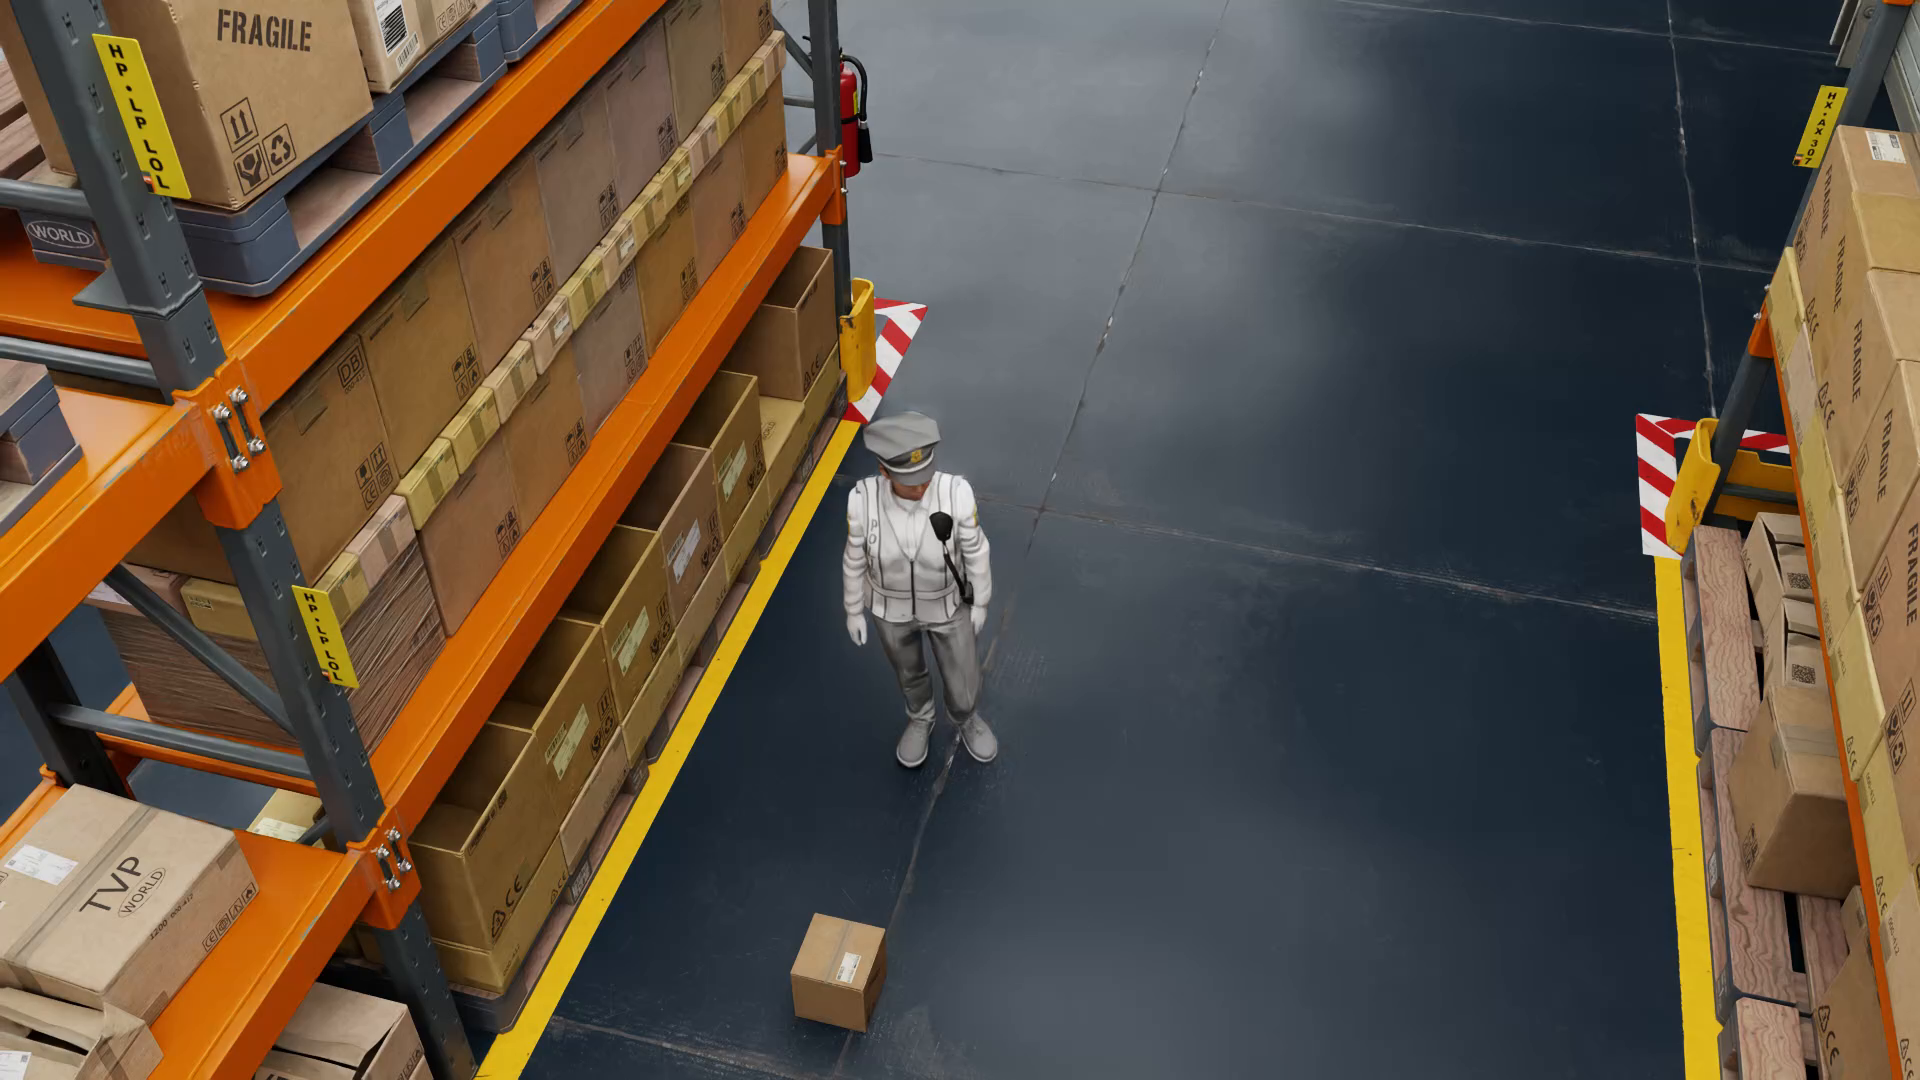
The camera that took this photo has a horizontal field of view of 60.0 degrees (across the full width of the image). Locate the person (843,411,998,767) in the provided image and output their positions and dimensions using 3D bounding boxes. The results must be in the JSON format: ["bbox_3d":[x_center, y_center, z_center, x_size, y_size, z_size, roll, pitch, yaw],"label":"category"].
[{"bbox_3d":[-0.131,0.214,5.884,0.553,1.655,0.418,2,41,2],"label":"person"}]
